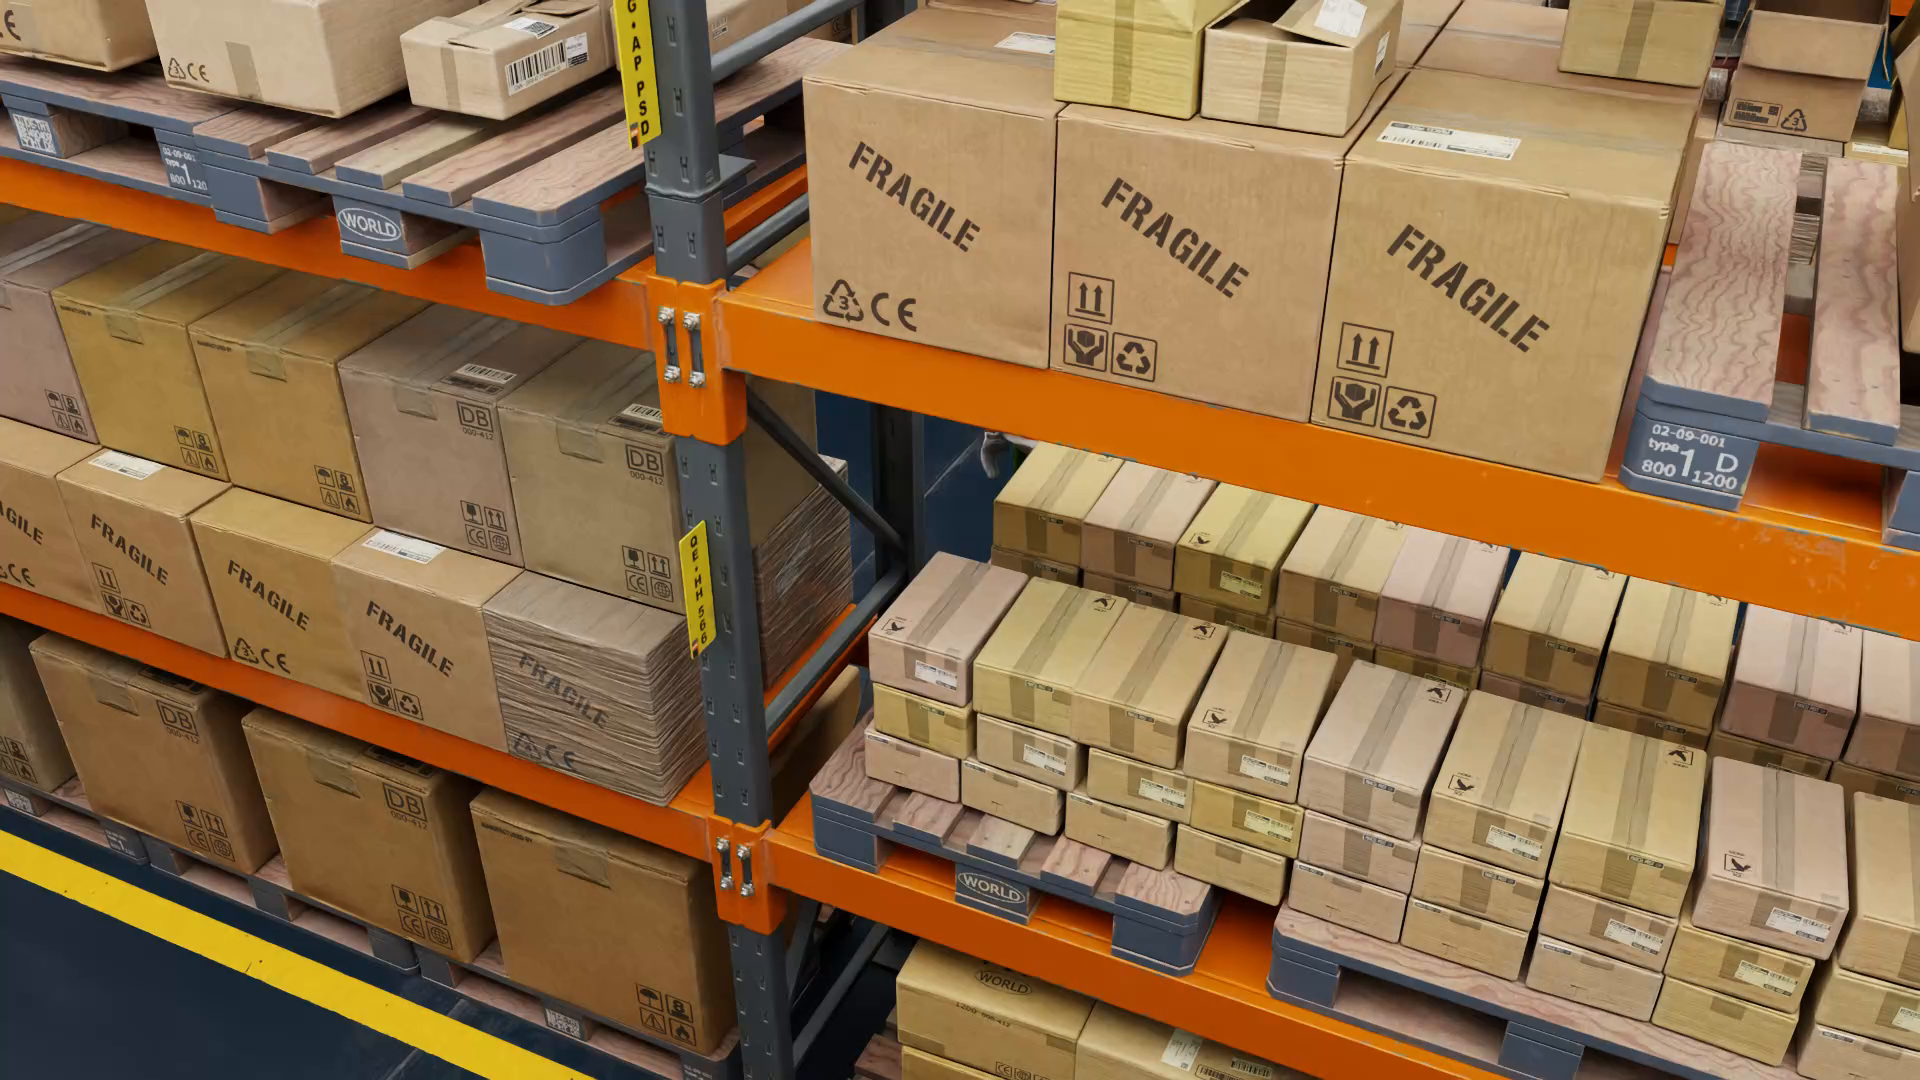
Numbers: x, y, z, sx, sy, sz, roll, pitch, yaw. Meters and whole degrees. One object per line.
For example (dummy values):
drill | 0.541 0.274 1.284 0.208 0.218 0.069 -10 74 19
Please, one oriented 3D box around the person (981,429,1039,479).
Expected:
person | 0.416 -0.457 6.801 0.527 1.747 0.989 17 37 23
